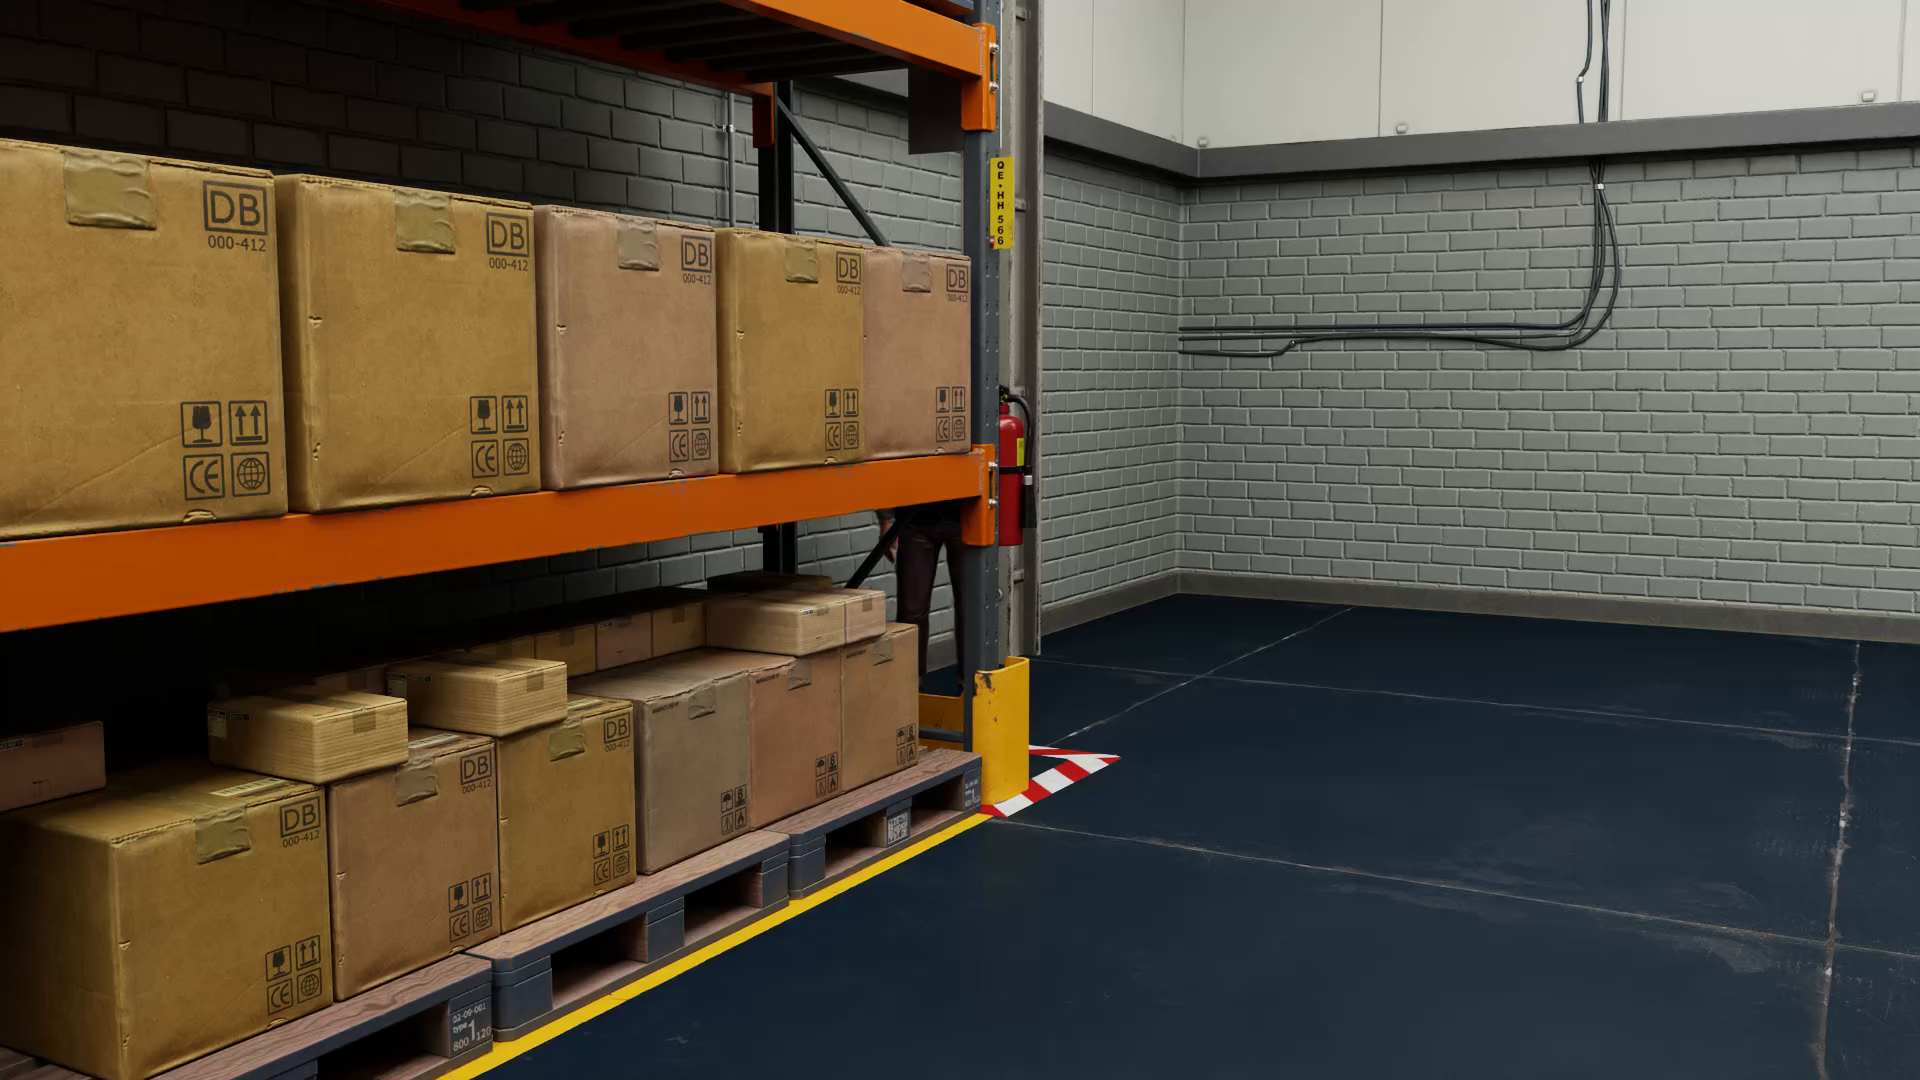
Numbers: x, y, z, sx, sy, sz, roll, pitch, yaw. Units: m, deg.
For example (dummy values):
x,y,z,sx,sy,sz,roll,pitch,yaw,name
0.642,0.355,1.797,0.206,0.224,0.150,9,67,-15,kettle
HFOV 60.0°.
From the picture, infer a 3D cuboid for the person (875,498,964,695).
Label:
x,y,z,sx,sy,sz,roll,pitch,yaw,name
-0.107,-0.049,7.450,0.567,1.731,0.461,0,6,-2,person
